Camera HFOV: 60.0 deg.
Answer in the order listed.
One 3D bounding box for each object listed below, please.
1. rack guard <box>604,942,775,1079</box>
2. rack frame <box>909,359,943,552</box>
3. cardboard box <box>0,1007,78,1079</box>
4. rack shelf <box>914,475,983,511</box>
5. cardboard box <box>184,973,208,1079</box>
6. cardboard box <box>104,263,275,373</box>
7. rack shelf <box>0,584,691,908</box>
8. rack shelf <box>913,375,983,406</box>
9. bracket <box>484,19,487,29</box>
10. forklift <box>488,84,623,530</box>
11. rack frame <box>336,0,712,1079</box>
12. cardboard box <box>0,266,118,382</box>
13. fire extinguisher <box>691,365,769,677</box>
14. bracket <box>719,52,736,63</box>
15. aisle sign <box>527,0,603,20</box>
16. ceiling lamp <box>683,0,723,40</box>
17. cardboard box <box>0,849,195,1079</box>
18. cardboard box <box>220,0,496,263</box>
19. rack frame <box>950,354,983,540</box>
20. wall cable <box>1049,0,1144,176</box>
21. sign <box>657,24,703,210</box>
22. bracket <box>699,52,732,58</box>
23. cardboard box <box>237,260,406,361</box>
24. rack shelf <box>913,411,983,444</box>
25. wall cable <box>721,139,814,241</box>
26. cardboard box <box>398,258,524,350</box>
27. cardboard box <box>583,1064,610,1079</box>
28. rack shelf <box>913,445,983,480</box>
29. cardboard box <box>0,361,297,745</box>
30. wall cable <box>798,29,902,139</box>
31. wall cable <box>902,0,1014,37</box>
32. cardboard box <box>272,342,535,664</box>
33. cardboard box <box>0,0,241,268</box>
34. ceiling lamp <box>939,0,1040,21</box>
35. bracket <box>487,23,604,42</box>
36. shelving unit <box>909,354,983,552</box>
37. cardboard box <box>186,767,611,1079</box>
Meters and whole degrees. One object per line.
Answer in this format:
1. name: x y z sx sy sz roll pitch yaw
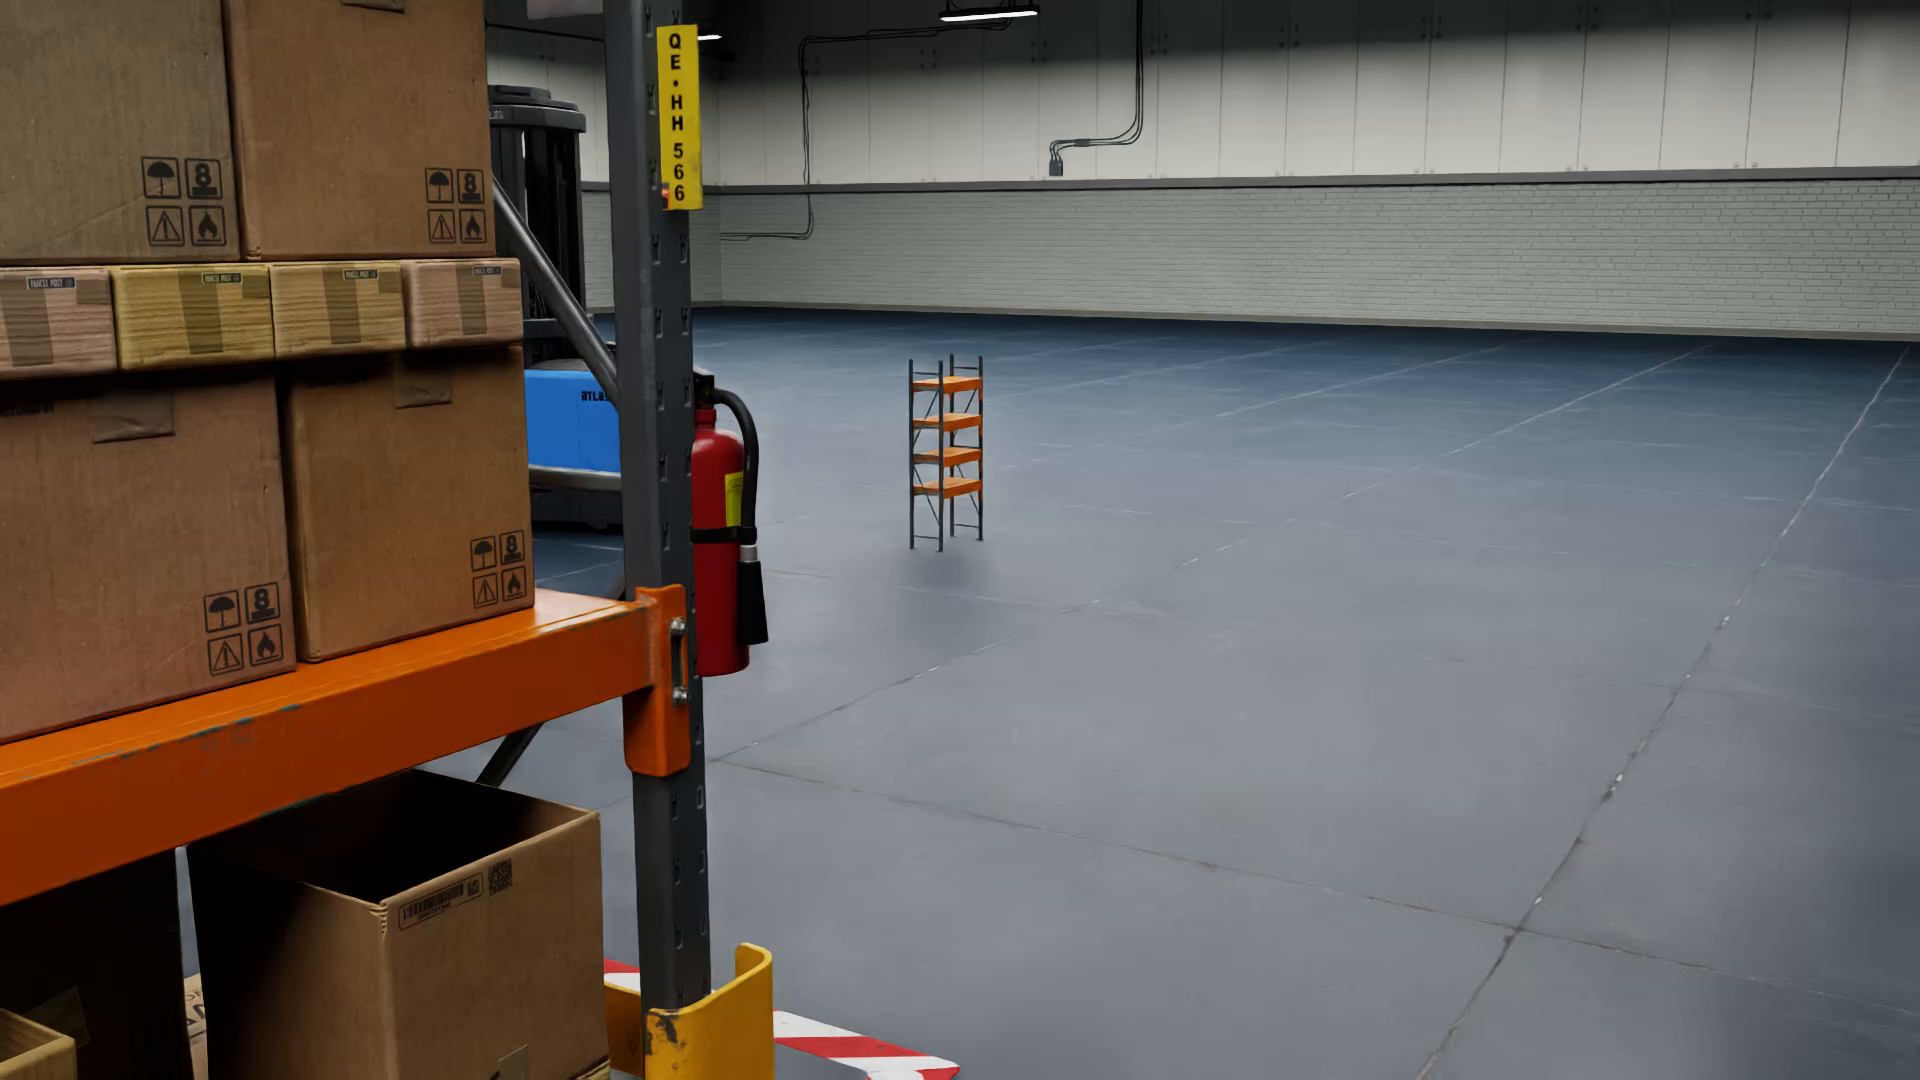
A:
1. rack guard: -0.958 1.088 3.699 1.175 0.500 0.348 6 12 31
2. rack frame: -0.213 -0.525 10.414 0.240 1.200 0.015 6 12 31
3. cardboard box: -1.501 0.911 2.144 0.500 0.500 0.500 6 12 31
4. rack shelf: -0.086 -0.302 10.668 0.258 0.148 0.480 6 12 31
5. cardboard box: -1.439 1.071 3.326 0.500 0.250 0.500 6 12 31
6. cardboard box: -1.273 -0.345 2.526 0.380 0.149 0.250 6 12 30
7. rack shelf: -2.008 0.531 1.835 1.077 0.370 4.000 6 12 31
8. rack shelf: -0.086 -0.950 10.547 0.258 0.148 0.480 6 12 31
9. bracket: -10.301 -11.005 35.416 0.235 0.232 0.430 6 12 31
10. forklift: -3.459 -1.643 11.682 3.031 2.935 1.130 3 11 17
11. rack frame: -0.970 -0.137 3.449 1.000 3.000 0.127 6 12 31
12. cardboard box: -1.405 -0.306 2.316 0.380 0.149 0.250 7 12 31
13. fire extinguisher: -0.512 -0.073 3.318 0.296 0.674 0.183 6 12 31
14. bracket: -5.956 -12.321 42.447 0.235 0.232 0.430 6 12 31
15. aisle sign: -0.685 -1.397 3.115 0.394 0.787 0.004 6 12 31
16. ceiling lamp: -5.652 -11.956 34.413 2.000 3.185 0.800 6 12 31
17. cardboard box: -1.697 0.781 2.836 0.500 0.500 0.500 6 12 31
18. cardboard box: -1.251 -0.743 2.890 0.700 0.500 0.500 6 12 31
19. rack frame: 0.041 -0.602 10.824 0.240 1.200 0.015 6 12 31
20. wall cable: 3.060 -11.247 37.249 2.305 6.003 0.169 6 12 31
21. sign: -0.514 -0.769 3.032 0.100 0.325 0.005 6 12 31
22. bracket: -6.262 -12.228 41.951 0.076 0.066 3.189 6 12 31
23. cardboard box: -1.140 -0.385 2.741 0.380 0.149 0.250 7 13 32
24. rack shelf: -0.086 -0.717 10.590 0.258 0.148 0.480 6 12 31
25. wall cable: -5.045 -8.959 42.705 3.097 2.526 0.112 6 12 31
26. cardboard box: -1.006 -0.427 2.962 0.380 0.149 0.250 6 12 30
27. cardboard box: -0.996 1.121 3.062 0.500 0.250 0.500 6 12 31
28. rack shelf: -0.086 -0.498 10.632 0.258 0.148 0.480 6 12 31
29. cardboard box: -1.492 -0.031 2.611 0.700 0.500 0.500 7 13 32
30. wall cable: -2.733 -11.183 40.860 3.097 2.526 0.112 6 12 31
31. wall cable: -0.088 -13.123 38.862 3.097 2.526 0.112 6 12 31
32. cardboard box: -1.223 -0.114 3.054 0.700 0.500 0.500 6 12 31
33. cardboard box: -1.519 -0.660 2.446 0.700 0.500 0.500 6 12 29
34. ceiling lamp: 0.664 -11.250 30.642 2.000 3.185 0.800 6 12 31
35. bracket: -8.955 -11.413 37.594 0.076 0.066 4.783 6 12 31
36. shelving unit: -0.086 -0.564 10.619 0.258 1.200 0.503 6 12 31
37. cardboard box: -0.994 0.752 2.992 0.500 0.500 0.500 6 12 31
